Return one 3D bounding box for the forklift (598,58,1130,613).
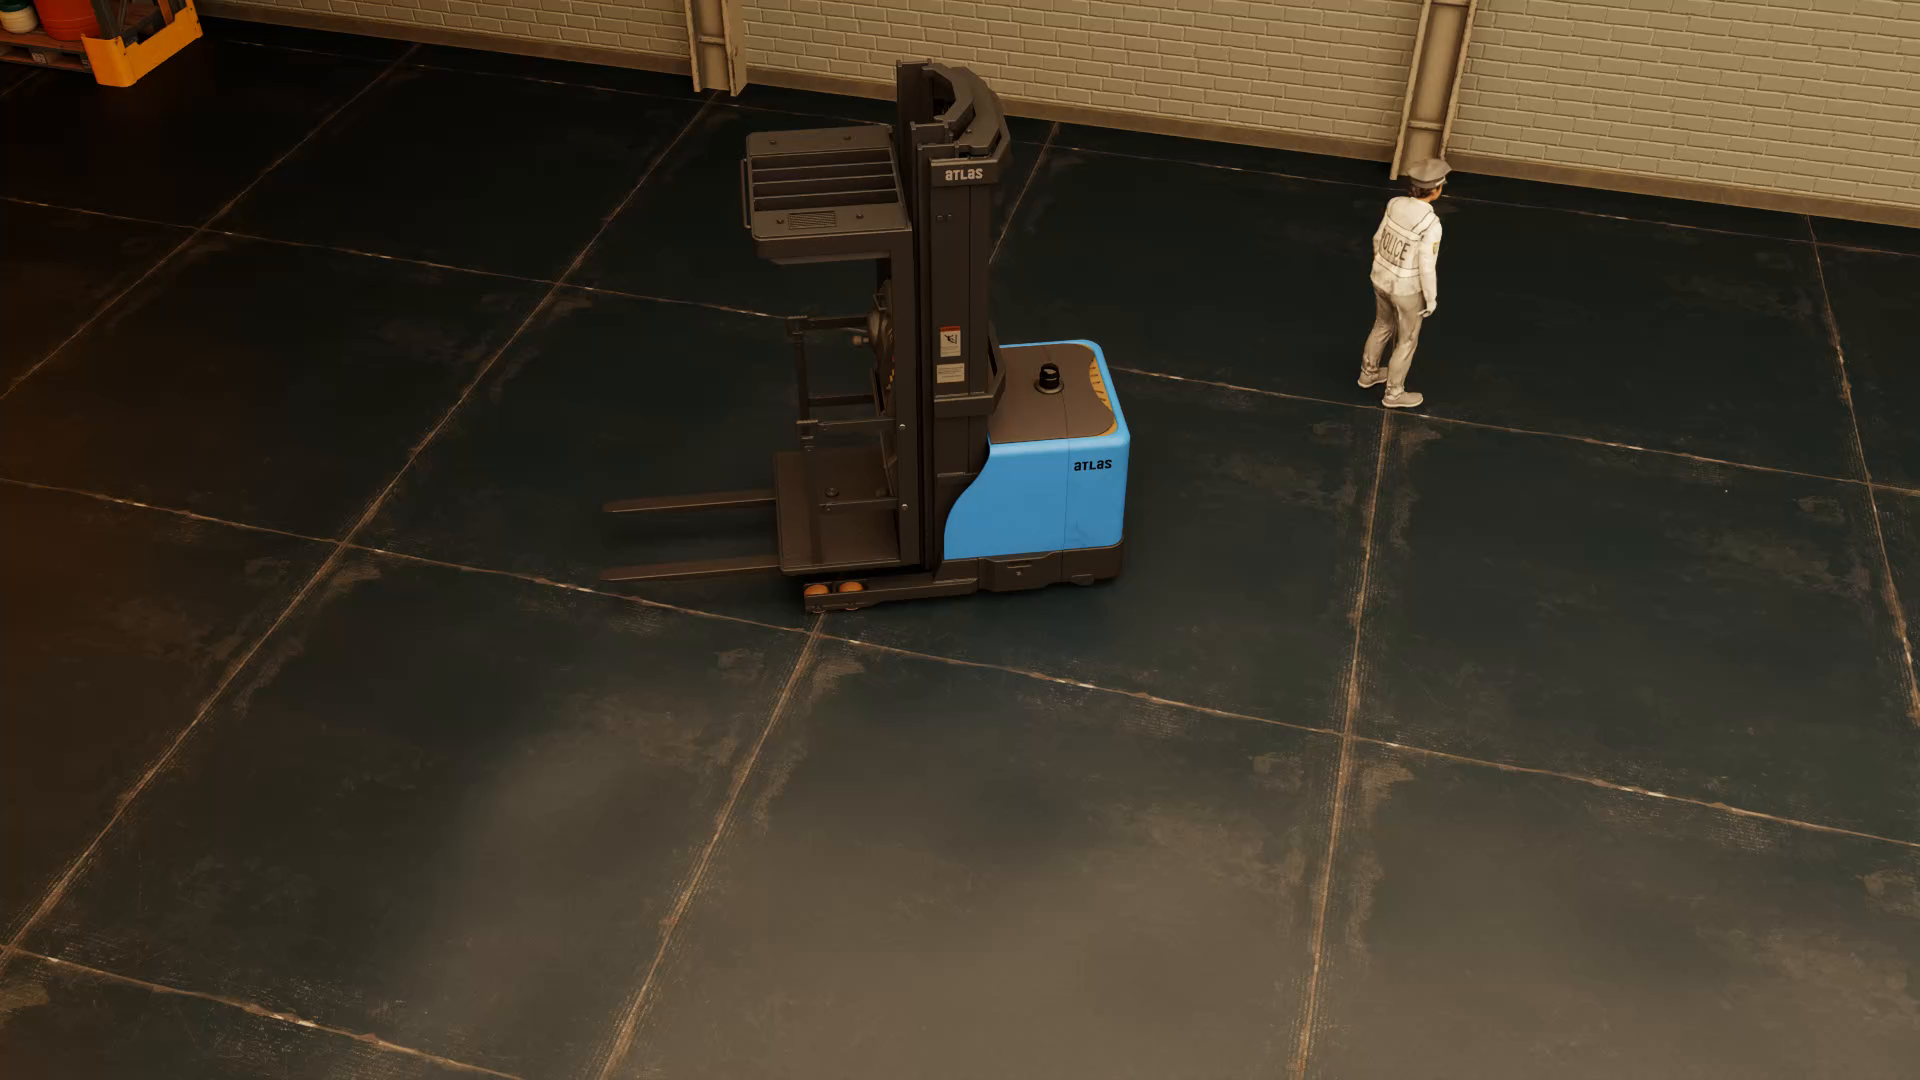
[{"bbox_3d":[-0.604,-1.052,9.062,3.031,2.935,1.130,-5,41,-5],"label":"forklift"}]

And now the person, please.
[{"bbox_3d":[2.846,-1.644,10.699,0.374,1.664,0.541,-20,45,-21],"label":"person"}]
